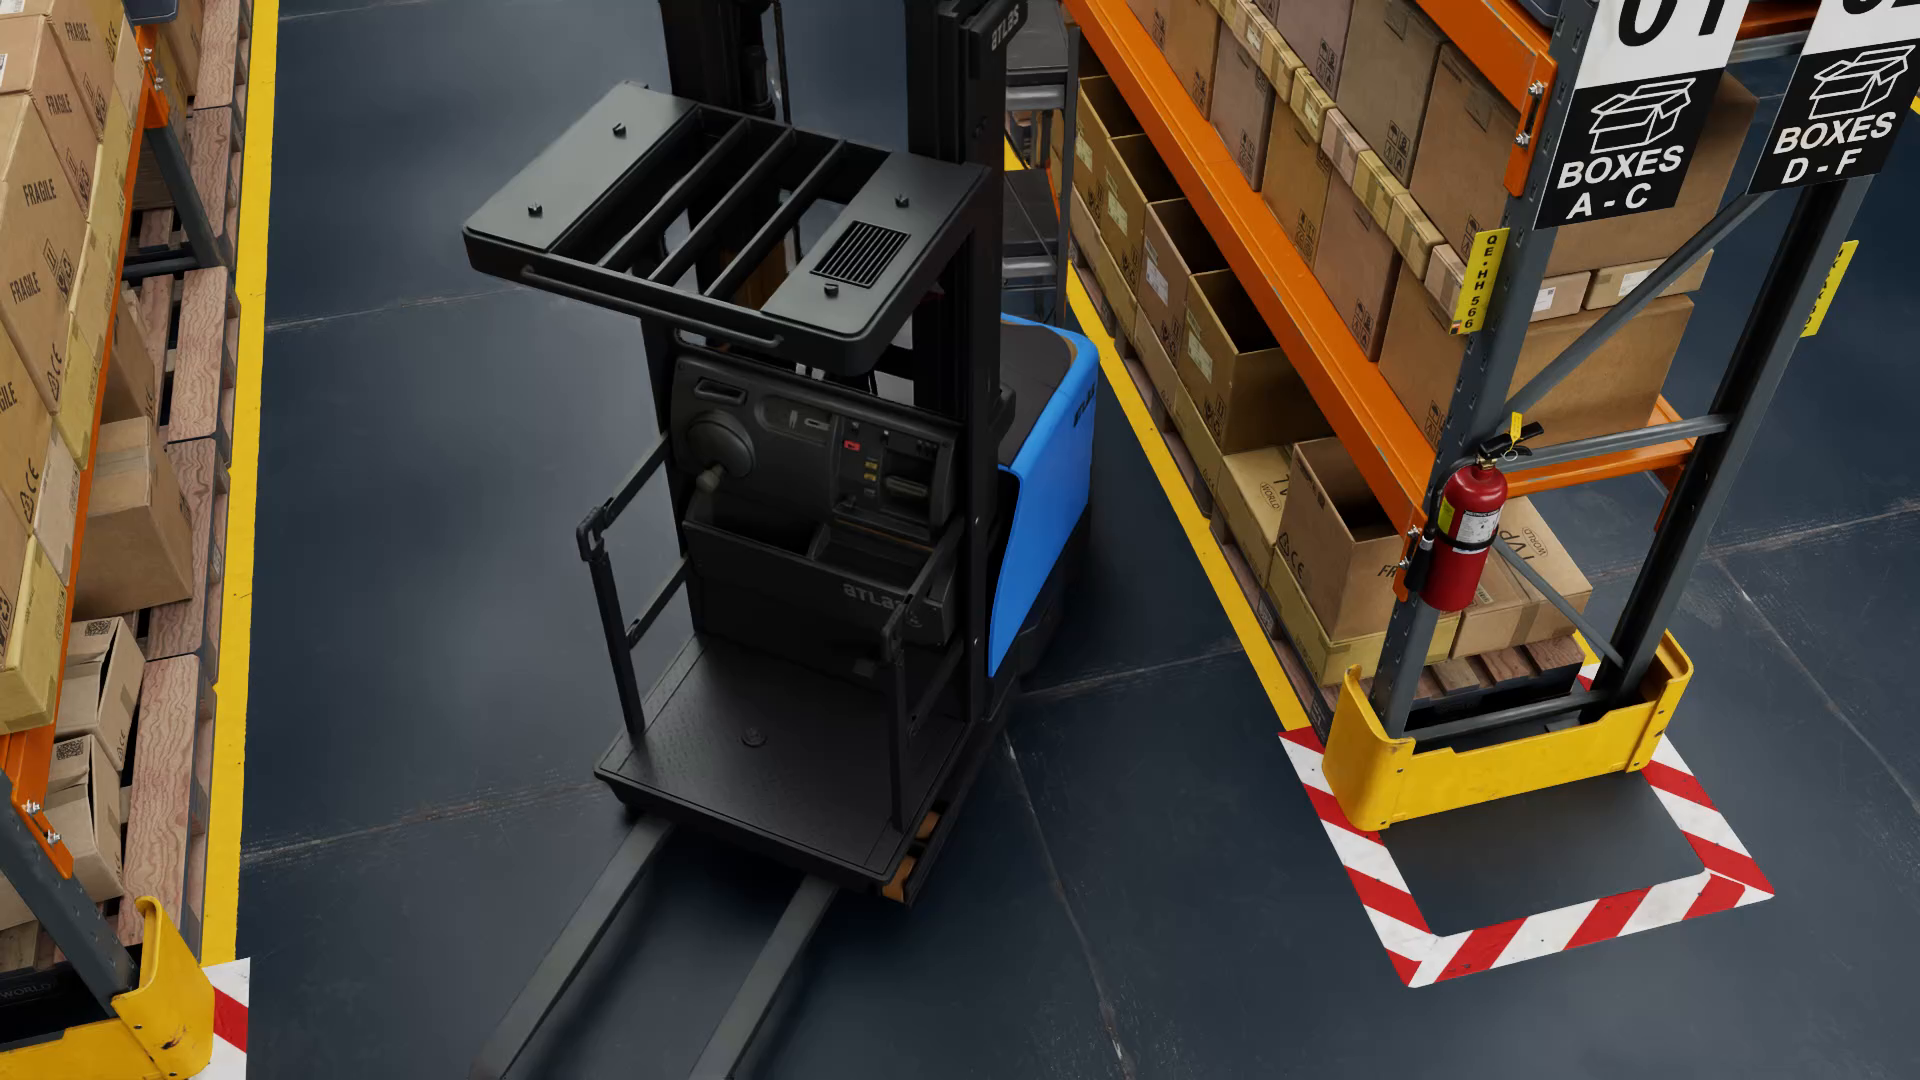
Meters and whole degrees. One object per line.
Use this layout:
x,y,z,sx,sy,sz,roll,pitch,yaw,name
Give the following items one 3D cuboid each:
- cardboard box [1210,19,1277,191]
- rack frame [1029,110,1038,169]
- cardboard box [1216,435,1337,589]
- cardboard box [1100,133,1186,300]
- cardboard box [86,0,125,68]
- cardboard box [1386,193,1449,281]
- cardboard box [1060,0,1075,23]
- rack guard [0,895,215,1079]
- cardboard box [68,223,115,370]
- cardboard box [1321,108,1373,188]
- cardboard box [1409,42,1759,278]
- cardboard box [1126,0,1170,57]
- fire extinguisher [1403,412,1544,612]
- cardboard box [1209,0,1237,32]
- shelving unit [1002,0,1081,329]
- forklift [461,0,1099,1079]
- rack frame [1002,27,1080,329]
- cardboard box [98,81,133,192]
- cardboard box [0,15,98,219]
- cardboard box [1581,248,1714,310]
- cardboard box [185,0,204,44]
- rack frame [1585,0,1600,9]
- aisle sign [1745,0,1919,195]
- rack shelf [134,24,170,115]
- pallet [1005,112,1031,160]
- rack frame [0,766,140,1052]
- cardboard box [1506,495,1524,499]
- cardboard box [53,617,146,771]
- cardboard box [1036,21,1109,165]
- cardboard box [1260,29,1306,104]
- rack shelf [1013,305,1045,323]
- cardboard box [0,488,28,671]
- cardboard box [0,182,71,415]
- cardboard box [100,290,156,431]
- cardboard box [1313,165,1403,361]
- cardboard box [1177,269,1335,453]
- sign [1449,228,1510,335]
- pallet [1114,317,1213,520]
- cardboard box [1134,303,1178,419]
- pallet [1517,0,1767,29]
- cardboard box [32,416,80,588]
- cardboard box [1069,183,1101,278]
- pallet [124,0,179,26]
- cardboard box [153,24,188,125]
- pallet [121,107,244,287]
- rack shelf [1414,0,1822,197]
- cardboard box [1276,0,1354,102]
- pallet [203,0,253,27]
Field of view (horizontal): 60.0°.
1.376,-1.700,6.245,0.700,0.500,0.500,-9,46,-9,cardboard box
0.858,-3.033,7.622,1.000,3.000,0.127,-11,47,-10,rack frame
1.320,-0.115,6.394,0.500,0.250,0.500,-11,47,-10,cardboard box
0.930,-1.413,7.140,0.500,0.500,0.500,-11,47,-10,cardboard box
-3.510,-2.072,6.246,0.500,0.500,0.500,-11,47,-10,cardboard box
1.532,-0.943,5.050,0.380,0.149,0.250,-10,46,-9,cardboard box
0.477,-2.641,8.477,0.500,0.311,0.500,-11,47,-10,cardboard box
-2.925,1.459,4.970,1.175,0.500,0.348,-11,47,-10,rack guard
-3.122,-0.771,5.496,0.500,0.250,0.500,-10,46,-10,cardboard box
1.404,-1.294,5.393,0.380,0.149,0.250,-10,46,-10,cardboard box
1.761,-1.122,4.771,0.700,0.500,0.500,-11,47,-10,cardboard box
1.119,-2.400,6.932,0.700,0.500,0.500,-11,47,-11,cardboard box
1.463,-0.078,4.780,0.296,0.674,0.183,-11,47,-10,fire extinguisher
1.140,-2.006,6.091,0.380,0.149,0.250,-11,47,-11,cardboard box
0.169,-1.105,6.363,0.431,2.100,0.503,-4,46,-4,shelving unit
-0.536,-0.172,4.866,1.130,2.935,3.031,17,48,16,forklift
0.195,-0.932,6.193,0.400,2.100,0.015,-4,46,-4,rack frame
-3.396,-1.462,6.174,0.500,0.250,0.500,-11,47,-10,cardboard box
-3.258,-1.379,5.567,0.500,0.500,0.500,-12,47,-11,cardboard box
1.990,-0.844,4.953,0.380,0.149,0.250,-11,47,-11,cardboard box
-4.545,-2.963,8.996,0.700,0.500,0.500,-11,47,-11,cardboard box
1.882,-2.371,2.773,1.000,3.000,0.127,-11,47,-10,rack frame
2.195,-1.192,3.998,0.394,0.787,0.004,-11,47,-10,aisle sign
-4.442,-3.254,8.342,1.077,0.370,4.000,-11,47,-10,rack shelf
0.632,-2.559,9.110,1.003,0.211,1.213,-11,47,-10,pallet
-2.906,0.637,4.026,1.000,3.000,0.127,-11,47,-10,rack frame
1.828,-0.212,6.488,0.500,0.250,0.500,-11,47,-10,cardboard box
-3.142,0.536,5.699,0.500,0.311,0.500,-7,46,-7,cardboard box
0.674,-2.103,7.817,0.500,0.500,0.500,-11,47,-10,cardboard box
1.267,-1.656,5.749,0.380,0.149,0.250,-10,46,-9,cardboard box
0.169,-0.605,6.872,0.431,0.518,0.480,-4,46,-4,rack shelf
-2.737,0.035,4.181,0.500,0.500,0.500,-11,47,-10,cardboard box
-2.980,-0.666,4.868,0.500,0.500,0.500,-12,47,-12,cardboard box
-3.625,-0.695,6.773,0.500,0.500,0.500,-14,47,-13,cardboard box
1.636,-0.993,5.553,0.700,0.500,0.500,-10,46,-9,cardboard box
1.187,-0.722,6.464,0.500,0.500,0.500,-11,47,-10,cardboard box
1.354,-0.670,4.330,0.100,0.325,0.005,-11,47,-10,sign
1.337,-0.657,7.246,1.003,0.211,1.213,-11,47,-10,pallet
1.064,-0.806,7.071,0.500,0.250,0.500,-11,47,-10,cardboard box
1.726,-1.784,4.359,1.003,0.211,1.213,-11,47,-10,pallet
-2.870,-0.069,4.808,0.500,0.250,0.500,-12,47,-12,cardboard box
0.807,-1.496,7.747,0.500,0.250,0.500,-11,47,-10,cardboard box
-3.985,-2.612,7.344,1.003,0.211,1.213,-11,47,-10,pallet
-4.315,-2.257,8.304,0.700,0.500,0.500,-12,47,-11,cardboard box
-4.130,-1.686,8.255,1.003,0.211,1.213,-11,47,-10,pallet
1.370,-2.451,5.455,1.077,0.370,4.000,-11,47,-10,rack shelf
1.492,-1.832,5.467,0.700,0.500,0.500,-11,47,-10,cardboard box
-4.755,-3.371,9.906,1.003,0.211,1.213,-11,47,-10,pallet
